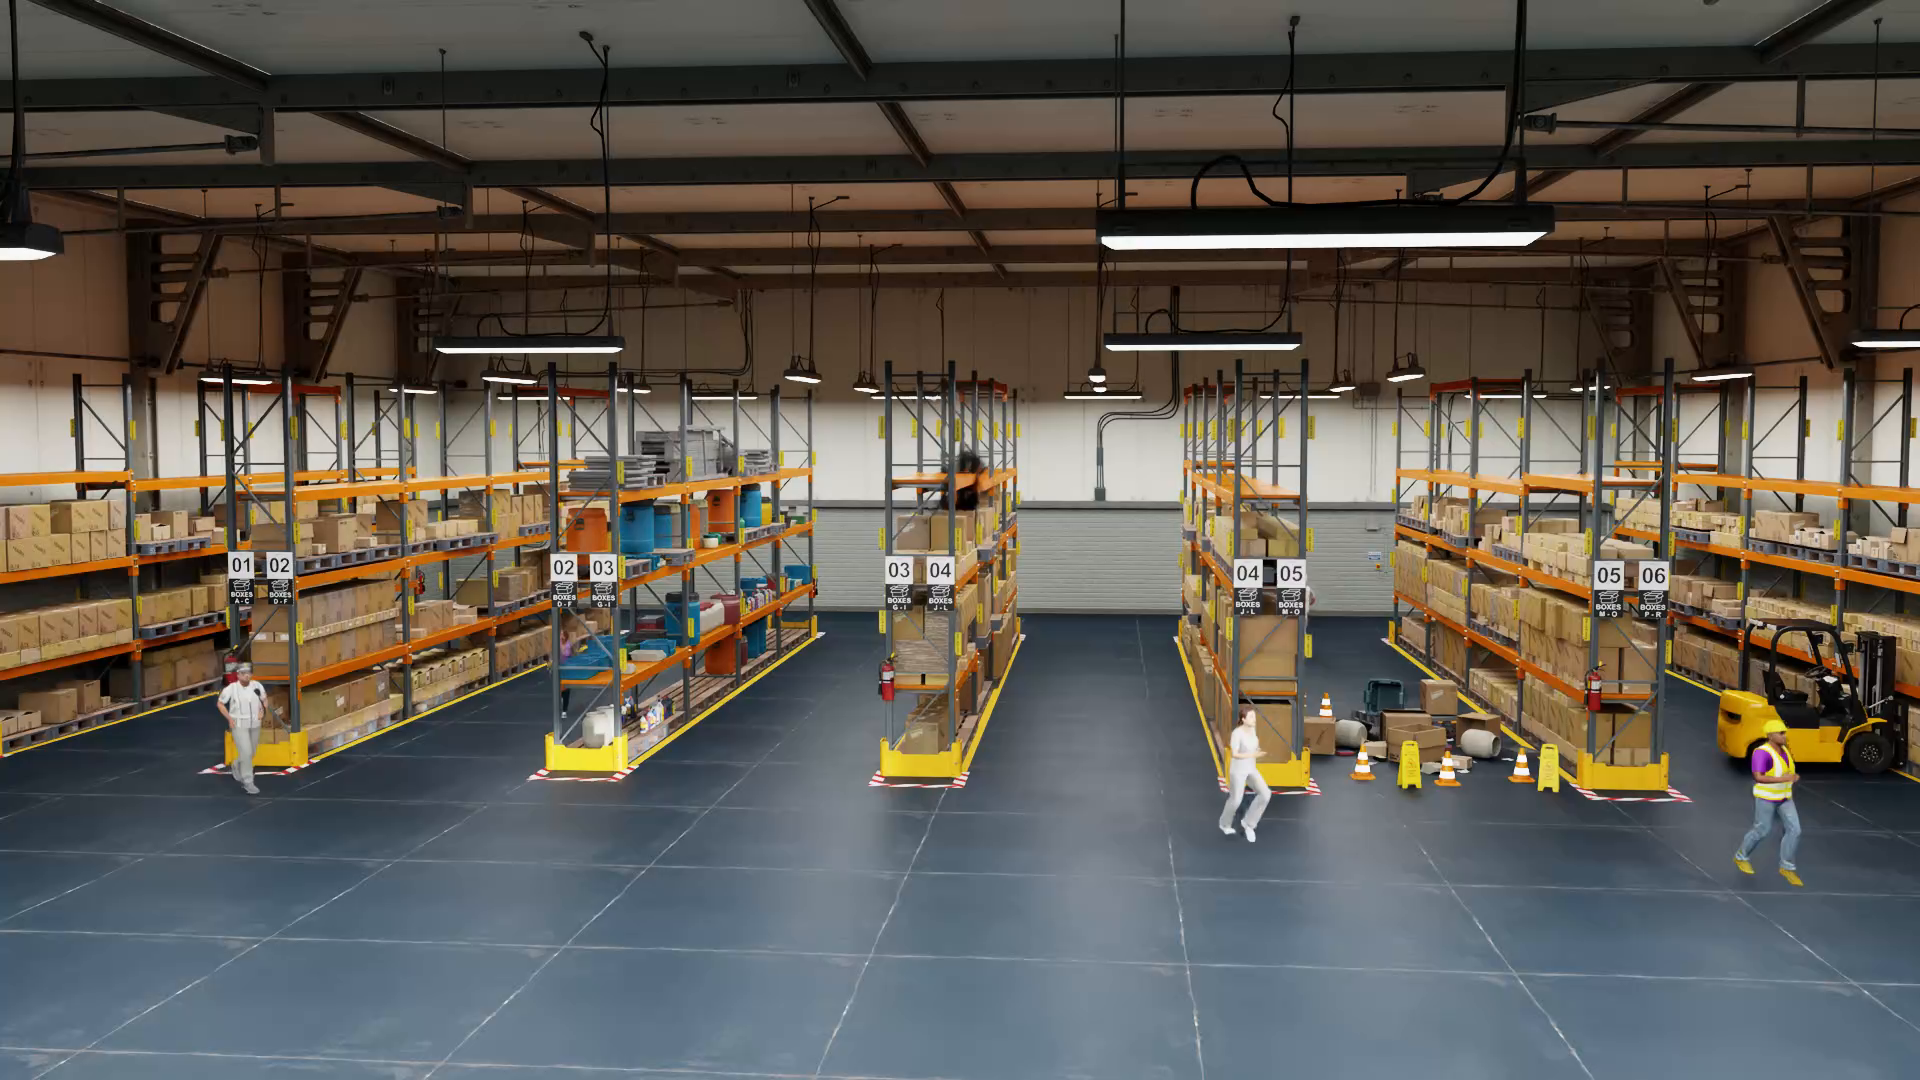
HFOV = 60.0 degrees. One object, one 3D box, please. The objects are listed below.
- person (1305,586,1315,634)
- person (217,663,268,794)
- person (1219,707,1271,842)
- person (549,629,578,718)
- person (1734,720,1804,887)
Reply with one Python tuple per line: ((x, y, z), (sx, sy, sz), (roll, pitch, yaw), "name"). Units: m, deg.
((7.727, 1.632, 37.910), (0.699, 1.742, 0.596), (0, 4, -3), "person")
((-9.963, 2.578, 23.166), (0.894, 1.787, 0.656), (3, 5, 42), "person")
((3.451, 2.835, 20.255), (0.590, 1.654, 0.798), (-3, 5, -38), "person")
((-6.933, 2.320, 29.129), (0.522, 1.554, 0.598), (0, 4, -7), "person")
((8.996, 2.902, 18.455), (0.713, 1.834, 0.787), (-2, 4, -27), "person")
